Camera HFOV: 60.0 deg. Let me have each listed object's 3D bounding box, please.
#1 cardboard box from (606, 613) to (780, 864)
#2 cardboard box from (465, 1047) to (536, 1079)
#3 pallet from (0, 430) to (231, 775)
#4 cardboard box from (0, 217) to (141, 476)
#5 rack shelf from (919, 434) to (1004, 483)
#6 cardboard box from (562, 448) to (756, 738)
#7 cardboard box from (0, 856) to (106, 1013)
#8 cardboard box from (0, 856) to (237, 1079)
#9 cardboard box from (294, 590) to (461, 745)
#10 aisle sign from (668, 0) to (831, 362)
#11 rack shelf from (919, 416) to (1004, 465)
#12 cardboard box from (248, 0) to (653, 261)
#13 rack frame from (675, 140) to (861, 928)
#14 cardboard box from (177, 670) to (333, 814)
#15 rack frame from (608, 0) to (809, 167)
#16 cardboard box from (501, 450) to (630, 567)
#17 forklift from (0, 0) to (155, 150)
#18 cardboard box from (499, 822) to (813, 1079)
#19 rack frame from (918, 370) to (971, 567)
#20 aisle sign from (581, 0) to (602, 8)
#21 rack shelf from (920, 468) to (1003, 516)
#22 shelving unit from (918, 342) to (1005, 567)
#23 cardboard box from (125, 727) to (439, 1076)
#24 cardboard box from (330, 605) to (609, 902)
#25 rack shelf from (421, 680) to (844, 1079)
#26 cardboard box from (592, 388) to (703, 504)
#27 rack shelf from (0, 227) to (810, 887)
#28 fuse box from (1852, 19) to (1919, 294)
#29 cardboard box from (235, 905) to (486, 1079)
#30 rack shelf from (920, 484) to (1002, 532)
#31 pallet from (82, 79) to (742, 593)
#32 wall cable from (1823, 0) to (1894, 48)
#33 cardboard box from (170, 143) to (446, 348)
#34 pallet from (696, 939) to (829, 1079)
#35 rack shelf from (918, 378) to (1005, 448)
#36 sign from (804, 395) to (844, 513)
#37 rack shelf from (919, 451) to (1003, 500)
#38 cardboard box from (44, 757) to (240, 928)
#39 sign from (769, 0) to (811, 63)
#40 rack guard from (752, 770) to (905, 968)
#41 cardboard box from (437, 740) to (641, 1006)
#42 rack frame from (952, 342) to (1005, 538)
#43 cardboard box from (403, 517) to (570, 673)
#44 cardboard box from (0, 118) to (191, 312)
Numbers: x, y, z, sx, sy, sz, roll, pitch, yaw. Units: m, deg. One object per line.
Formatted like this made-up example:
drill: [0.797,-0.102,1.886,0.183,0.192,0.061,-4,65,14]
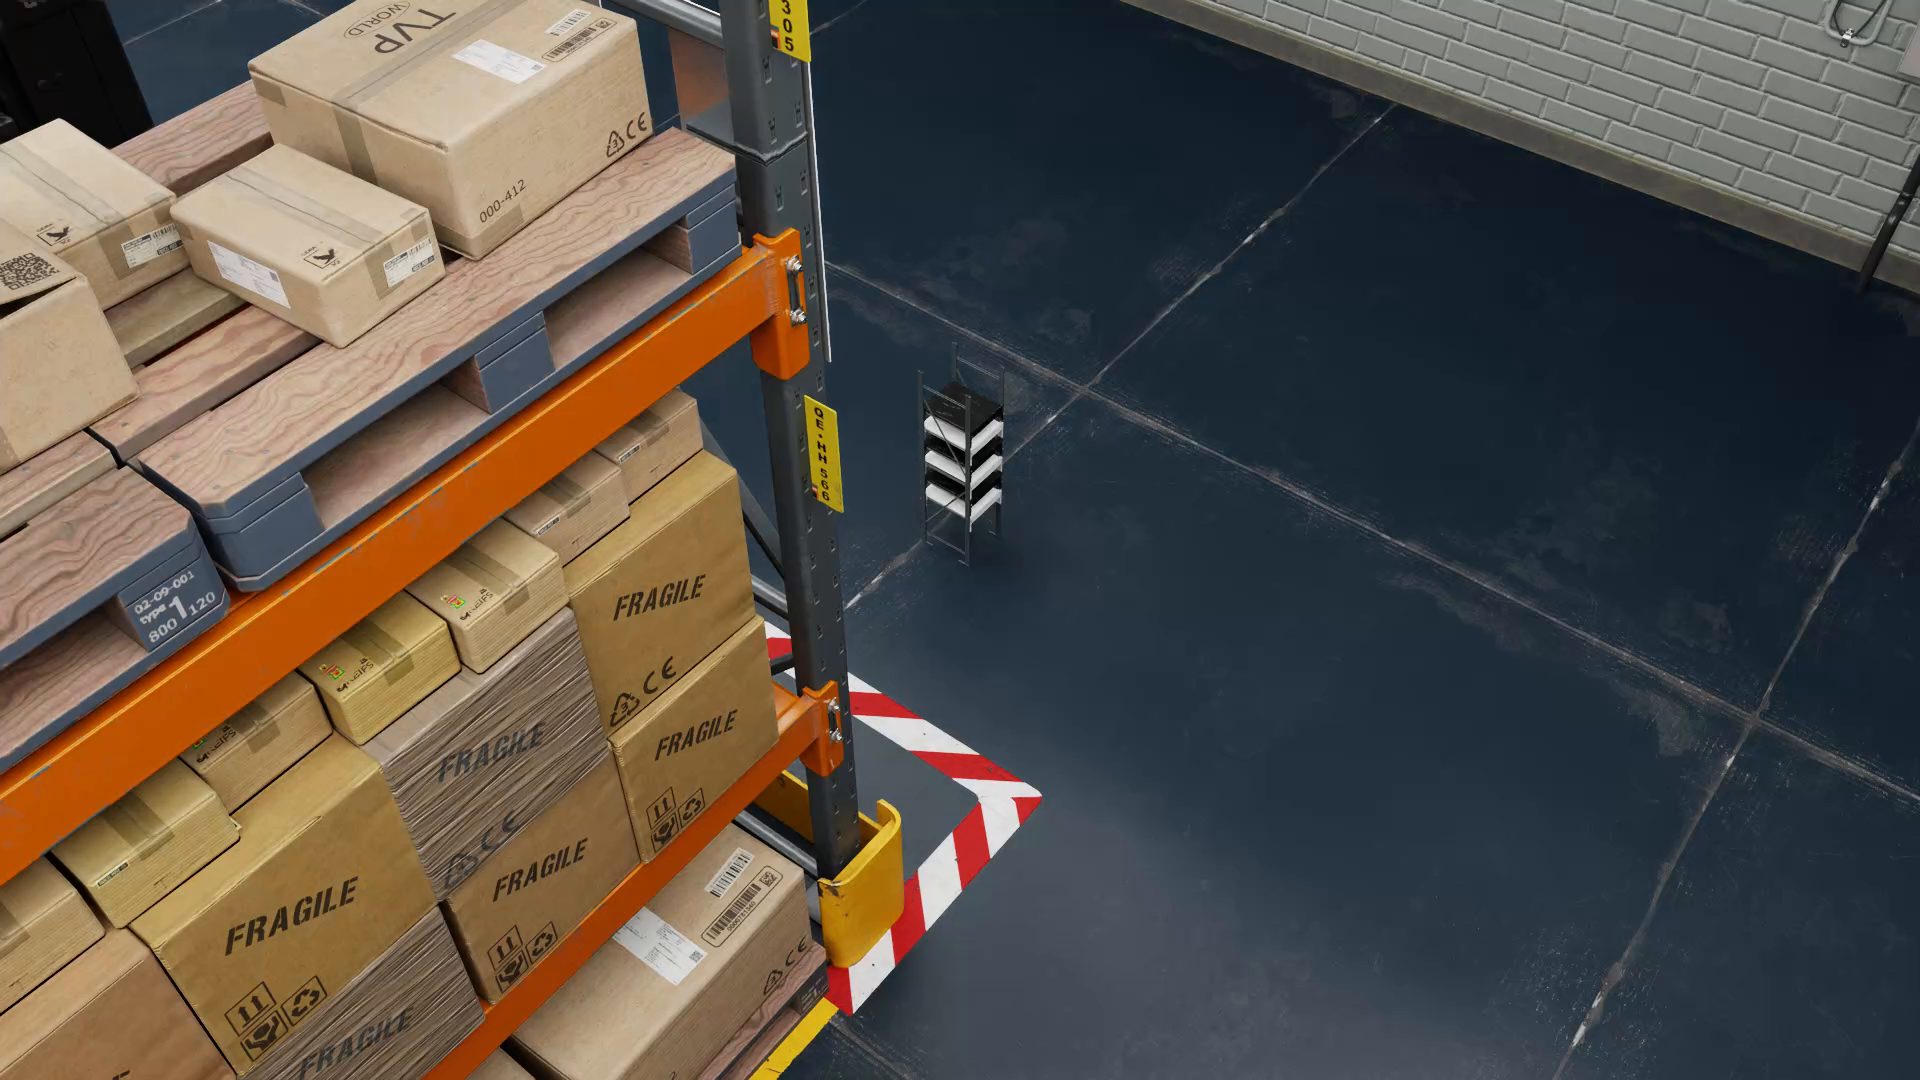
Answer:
cardboard box: [-0.827,0.394,4.230,0.500,0.500,0.500,29,53,25]
cardboard box: [-1.619,1.725,4.510,0.875,0.438,0.875,31,54,26]
pallet: [-1.933,0.160,2.510,1.003,0.211,1.213,29,53,25]
cardboard box: [-1.696,-0.315,2.604,0.500,0.311,0.500,30,53,26]
rack shelf: [0.005,-0.355,6.388,0.258,0.077,0.200,29,53,25]
cardboard box: [-0.848,0.036,3.880,0.500,0.500,0.500,31,54,26]
cardboard box: [-1.715,0.621,2.873,0.380,0.149,0.250,31,54,26]
cardboard box: [-1.758,0.917,3.039,0.500,0.500,0.500,29,53,25]
cardboard box: [-1.217,0.192,3.283,0.380,0.149,0.250,30,53,26]
aisle sign: [-0.452,-0.767,3.610,0.394,0.787,0.004,29,53,25]
rack shelf: [0.005,-0.417,6.323,0.258,0.077,0.200,29,53,25]
cardboard box: [-0.946,-0.831,3.139,0.500,0.250,0.500,25,51,22]
rack frame: [-0.742,0.035,4.642,1.000,3.000,0.127,29,53,25]
cardboard box: [-1.433,0.310,3.170,0.380,0.149,0.250,29,53,25]
rack frame: [-0.742,-2.037,2.473,1.000,3.000,0.127,29,53,25]
cardboard box: [-0.939,-0.119,3.580,0.380,0.149,0.250,30,53,26]
forklift: [-3.095,-0.467,5.169,1.130,2.935,3.031,30,53,26]
cardboard box: [-1.066,1.197,5.013,0.875,0.438,0.875,27,52,24]
rack frame: [-0.057,-0.257,6.373,0.240,0.900,0.006,29,53,25]
aisle sign: [-0.927,-1.032,3.864,0.394,0.787,0.004,29,53,25]
rack shelf: [0.005,-0.230,6.518,0.258,0.077,0.200,29,53,25]
shelving unit: [0.005,-0.315,6.429,0.258,0.900,0.210,29,53,25]
cardboard box: [-1.449,0.630,3.313,0.500,0.500,0.500,29,53,25]
cardboard box: [-1.144,0.349,3.582,0.500,0.500,0.500,29,53,25]
rack shelf: [-1.965,1.428,3.809,1.077,0.370,4.000,29,53,25]
cardboard box: [-0.803,-0.275,3.729,0.380,0.149,0.250,30,53,25]
rack shelf: [-1.965,0.392,2.724,1.077,0.370,4.000,29,53,25]
fuse box: [4.260,-1.744,7.233,0.539,1.711,0.414,29,53,25]
cardboard box: [-1.453,0.973,3.677,0.500,0.500,0.500,31,54,26]
rack shelf: [0.005,-0.168,6.583,0.258,0.077,0.200,29,53,25]
pallet: [-1.187,-0.541,3.179,1.003,0.211,1.213,29,53,25]
wall cable: [3.817,-2.932,6.774,0.588,1.984,0.122,29,53,25]
cardboard box: [-1.139,-0.521,2.913,0.380,0.149,0.250,25,51,22]
pallet: [-1.169,1.491,5.180,1.003,0.211,1.213,29,53,25]
rack shelf: [0.005,-0.479,6.258,0.258,0.077,0.200,29,53,25]
sign: [-0.321,-0.199,3.901,0.100,0.325,0.005,29,53,25]
rack shelf: [0.005,-0.292,6.453,0.258,0.077,0.200,29,53,25]
cardboard box: [-1.539,0.480,3.008,0.380,0.149,0.250,30,53,26]
sign: [-0.321,-1.031,3.029,0.100,0.325,0.005,29,53,25]
rack guard: [-0.727,0.885,5.559,1.175,0.500,0.348,29,53,25]
cardboard box: [-1.146,0.674,3.962,0.500,0.500,0.500,28,52,24]
rack frame: [0.067,-0.374,6.485,0.240,0.900,0.006,29,53,25]
cardboard box: [-1.030,0.066,3.403,0.380,0.149,0.250,29,53,25]
cardboard box: [-1.589,-0.573,2.962,0.380,0.149,0.250,31,54,26]
